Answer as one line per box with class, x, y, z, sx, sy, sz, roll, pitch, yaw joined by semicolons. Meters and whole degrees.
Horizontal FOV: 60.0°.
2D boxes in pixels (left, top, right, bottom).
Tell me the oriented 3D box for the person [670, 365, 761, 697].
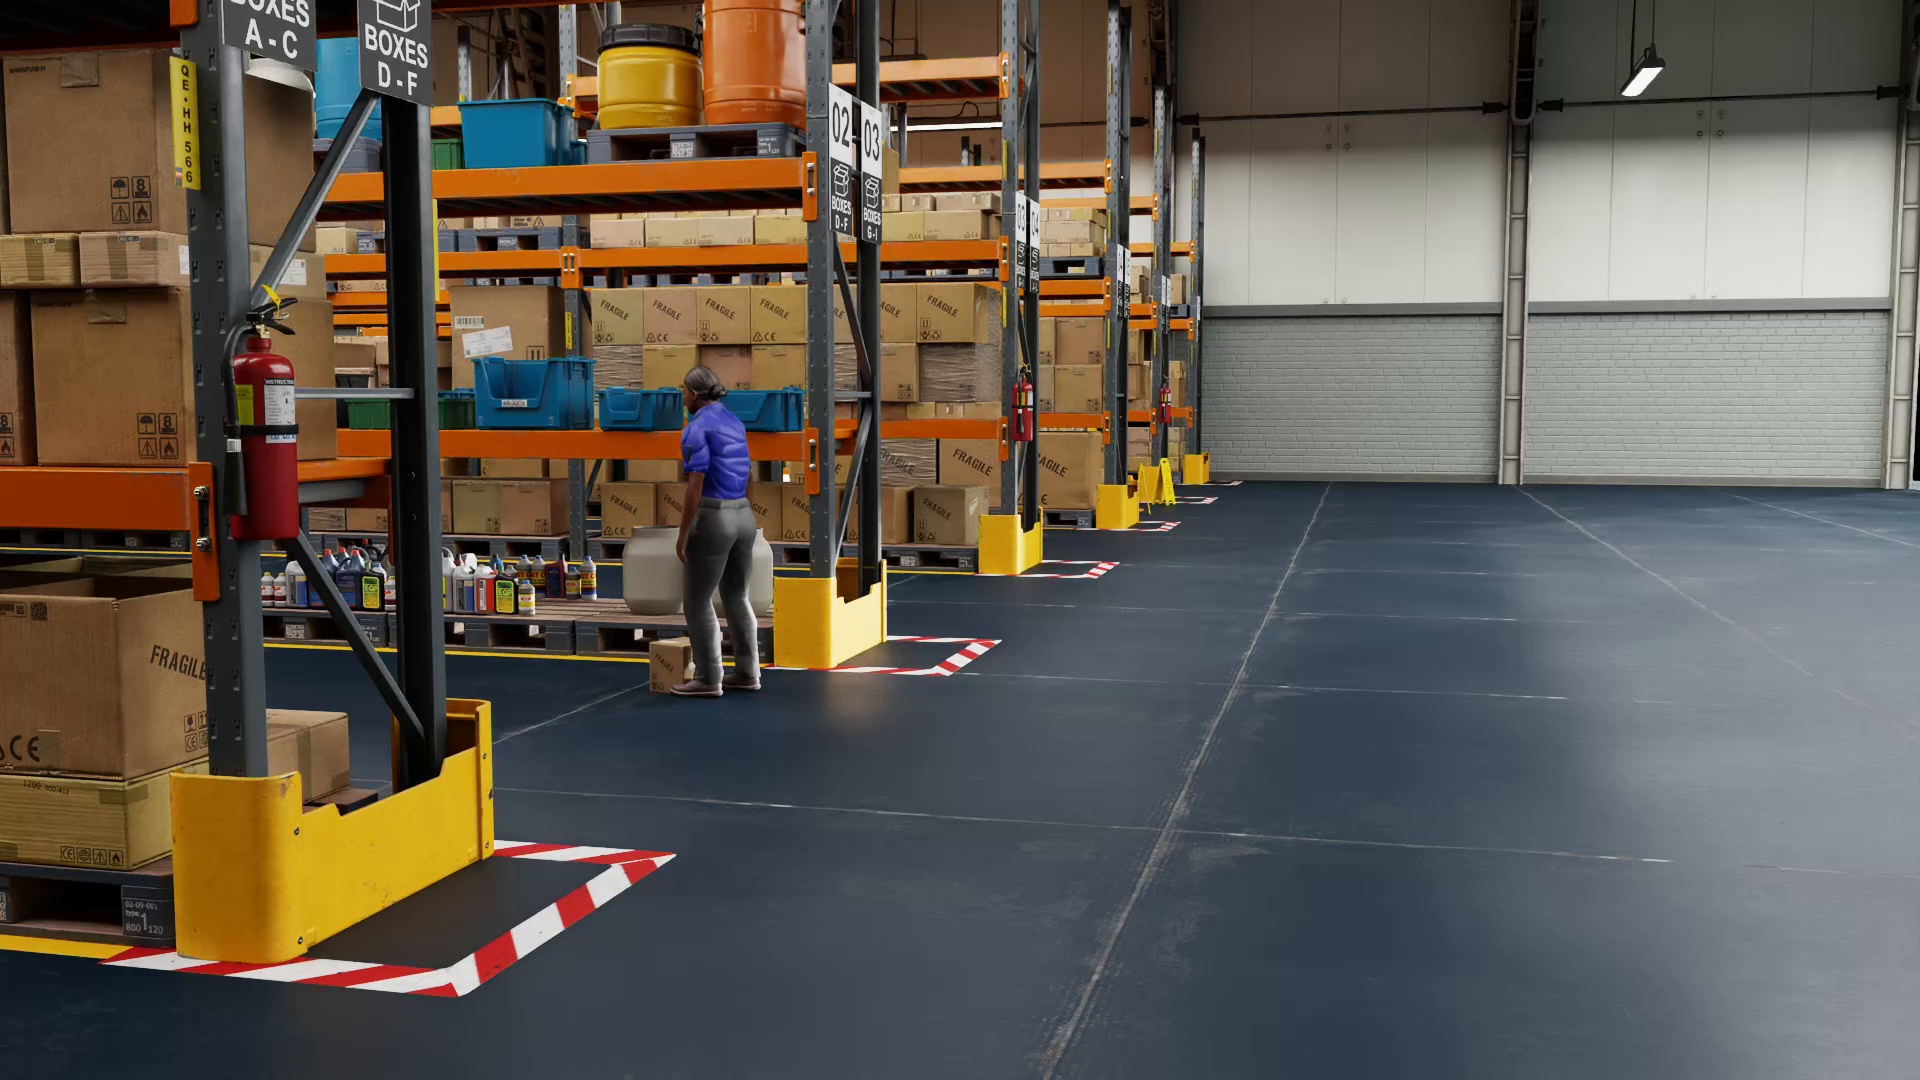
person;-1.235;-0.046;8.337;0.394;1.655;0.527;3;6;31
